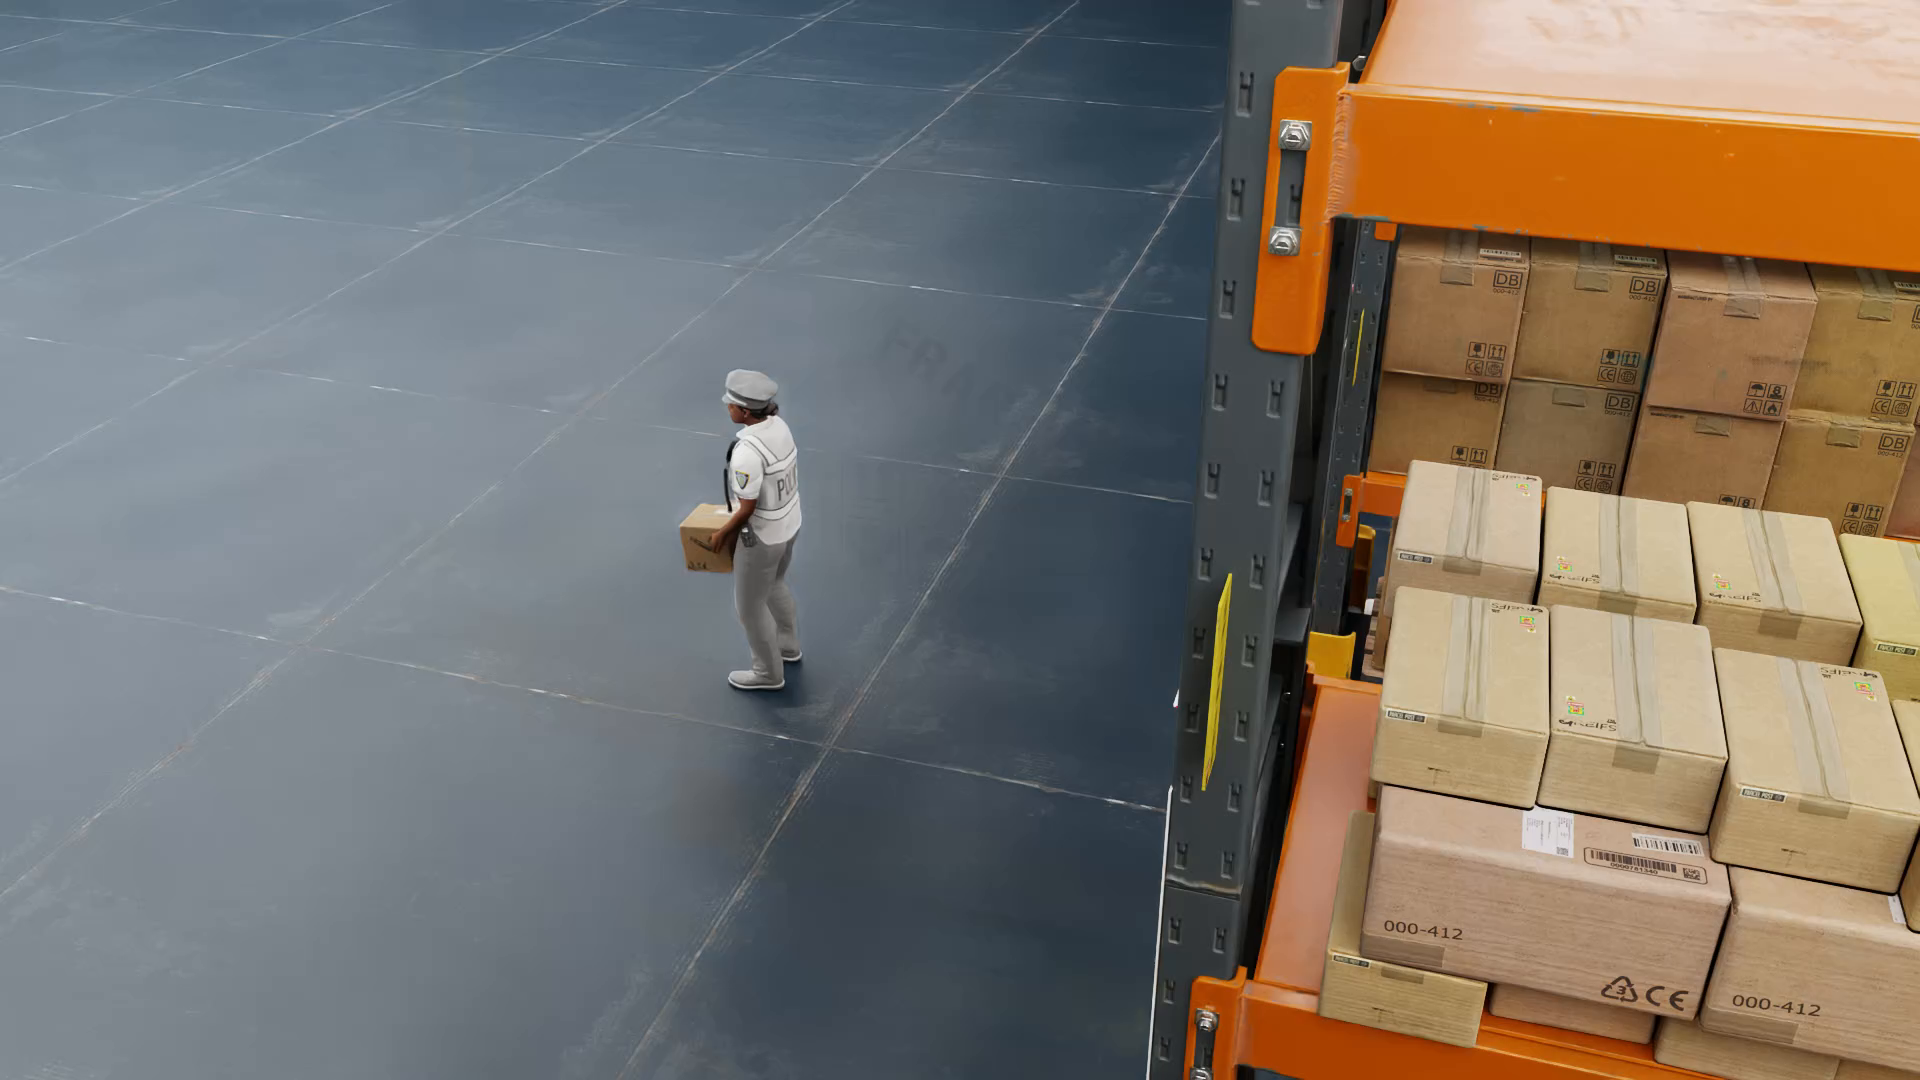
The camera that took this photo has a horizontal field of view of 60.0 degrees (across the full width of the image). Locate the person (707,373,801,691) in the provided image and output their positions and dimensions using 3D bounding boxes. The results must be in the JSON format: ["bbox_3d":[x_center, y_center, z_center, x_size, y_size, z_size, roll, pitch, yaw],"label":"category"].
[{"bbox_3d":[-0.992,-0.036,8.186,0.392,1.663,0.529,7,30,13],"label":"person"}]
